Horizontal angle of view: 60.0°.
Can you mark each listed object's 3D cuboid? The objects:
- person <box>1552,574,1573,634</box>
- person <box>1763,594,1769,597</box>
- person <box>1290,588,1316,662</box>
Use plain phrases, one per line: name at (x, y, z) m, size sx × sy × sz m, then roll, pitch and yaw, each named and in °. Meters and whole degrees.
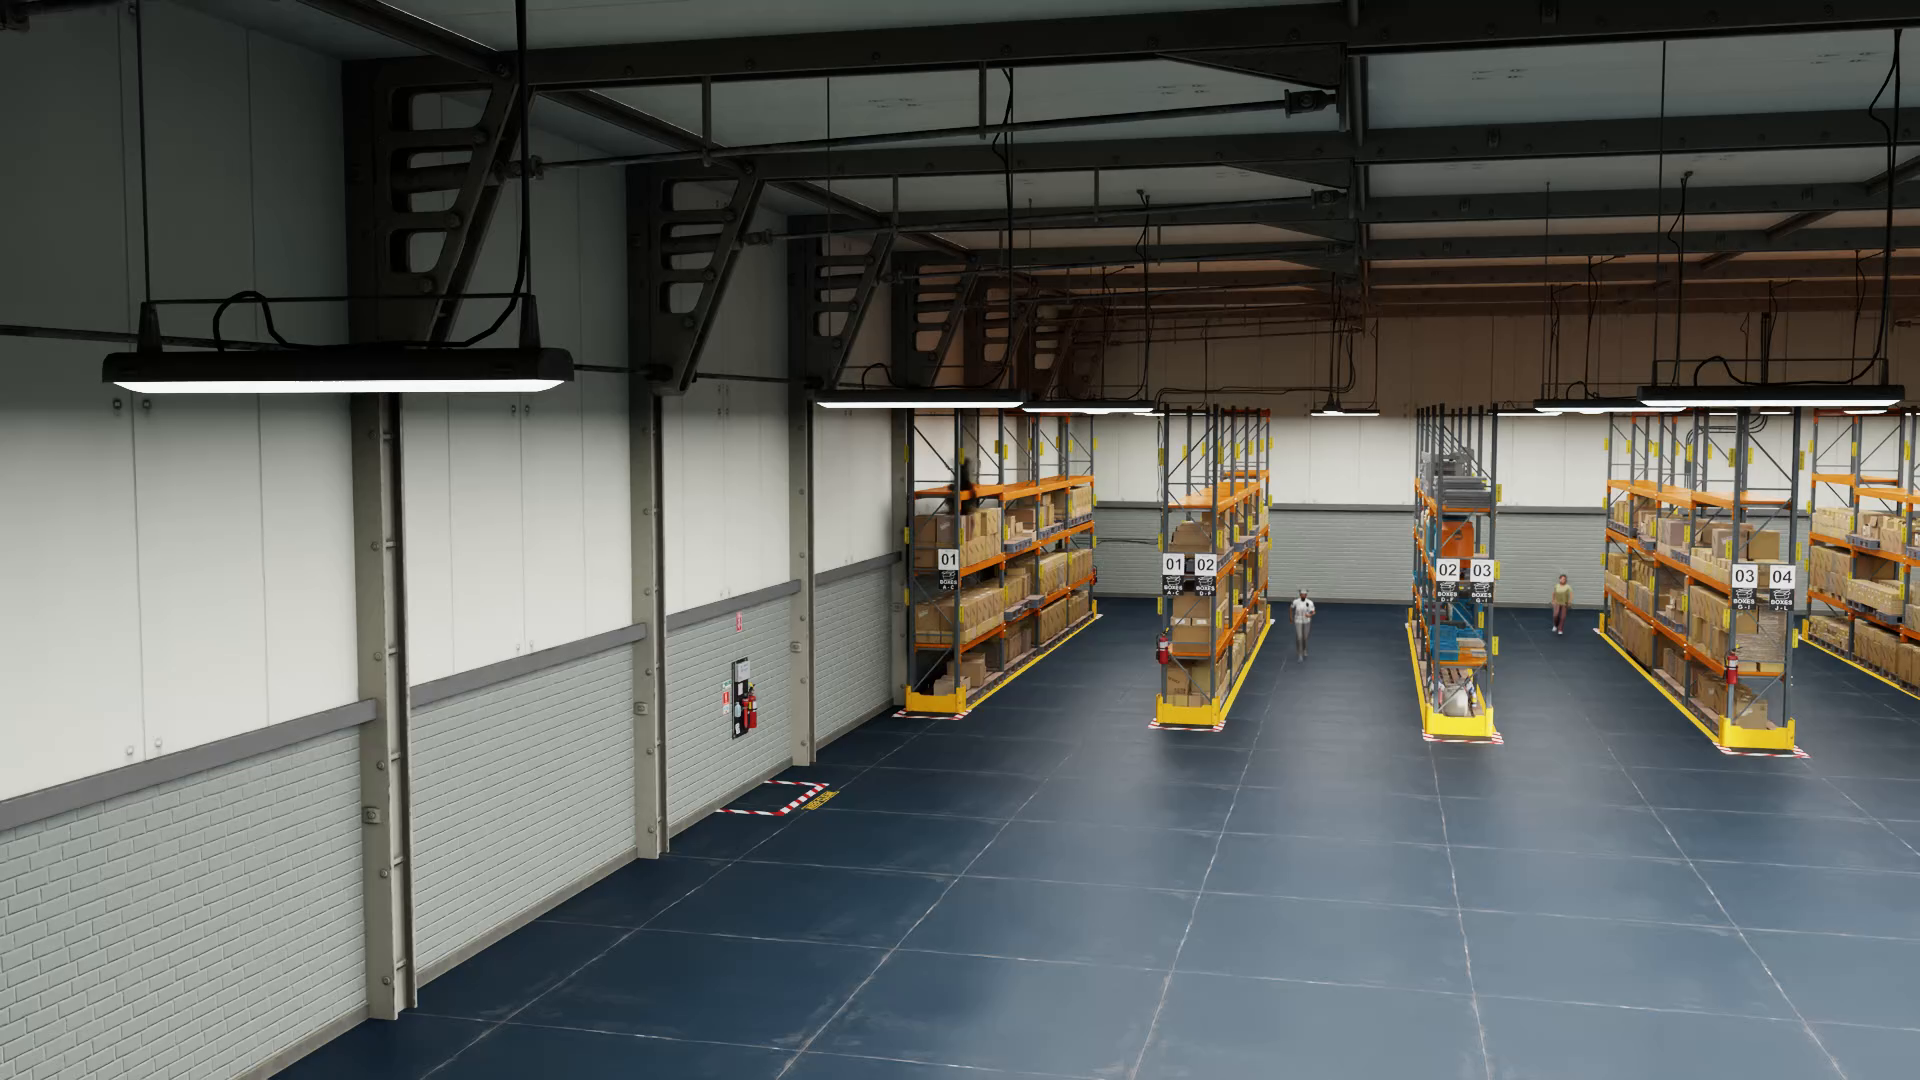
person at (15.918, 1.709, 43.978) m, size 0.571 × 1.621 × 0.725 m, roll 2°, pitch 5°, yaw 24°
person at (21.834, 1.703, 44.671) m, size 0.672 × 1.612 × 0.557 m, roll -4°, pitch 6°, yaw -43°
person at (8.148, 2.005, 39.556) m, size 0.587 × 1.740 × 0.803 m, roll 1°, pitch 4°, yaw 7°
